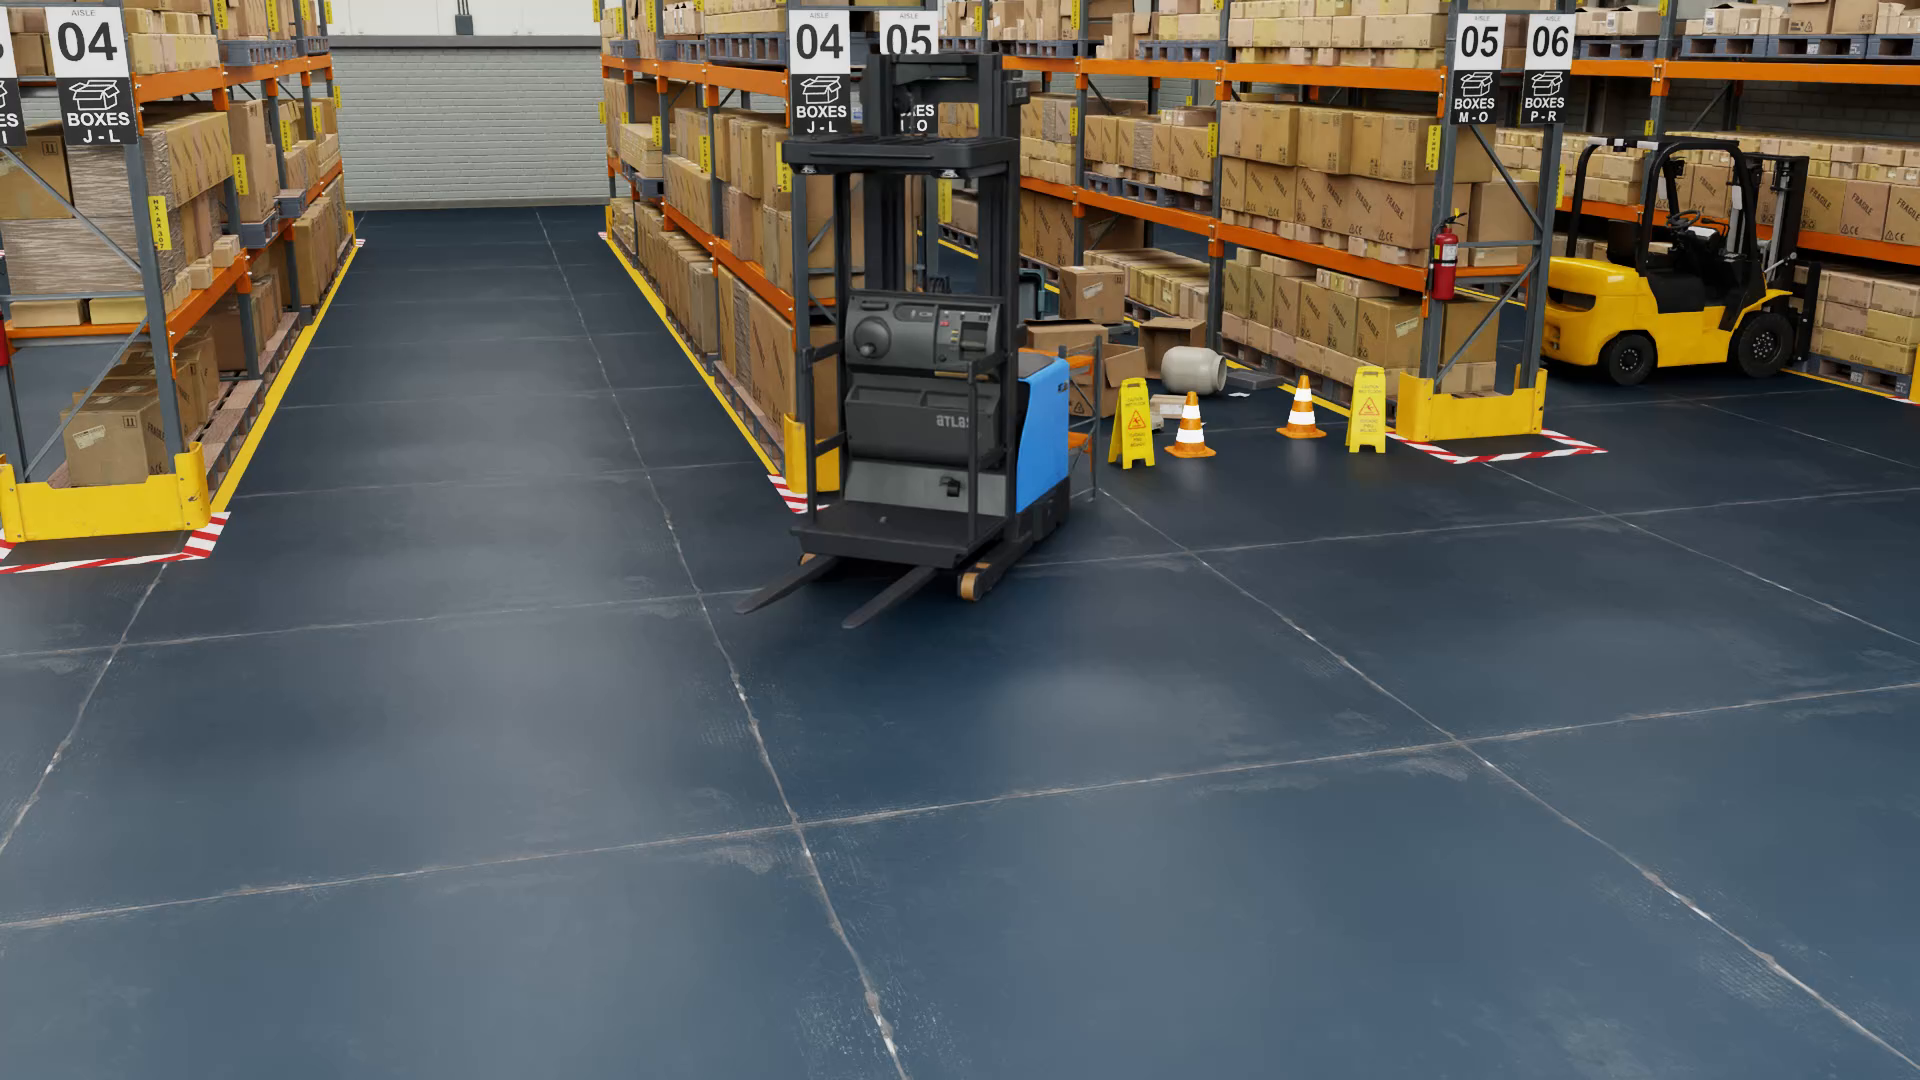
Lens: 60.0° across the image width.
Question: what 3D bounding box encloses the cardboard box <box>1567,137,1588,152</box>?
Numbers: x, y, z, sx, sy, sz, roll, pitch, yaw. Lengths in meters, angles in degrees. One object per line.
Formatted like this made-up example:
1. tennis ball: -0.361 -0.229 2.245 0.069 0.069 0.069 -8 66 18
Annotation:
1. cardboard box: 7.136 -4.489 18.882 0.380 0.149 0.250 -5 17 -17

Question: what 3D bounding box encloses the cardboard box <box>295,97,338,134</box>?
1. cardboard box: -9.451 -6.231 24.420 0.500 0.500 0.500 -4 17 -15

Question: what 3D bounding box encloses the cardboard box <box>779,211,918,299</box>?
1. cardboard box: -0.789 -2.024 11.716 0.875 0.550 0.550 -5 17 -15

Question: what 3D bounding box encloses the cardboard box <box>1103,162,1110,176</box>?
1. cardboard box: 1.876 -4.301 19.265 0.380 0.149 0.250 -6 18 -19

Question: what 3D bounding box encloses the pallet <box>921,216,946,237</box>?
1. pallet: -0.014 -5.148 27.223 1.003 0.211 1.213 -5 17 -15

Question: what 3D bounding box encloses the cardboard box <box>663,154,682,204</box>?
1. cardboard box: -2.978 -3.968 18.276 0.500 0.500 0.500 -5 17 -15

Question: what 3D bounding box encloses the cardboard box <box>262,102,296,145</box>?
1. cardboard box: -8.377 -4.970 19.866 0.797 0.503 0.637 -5 17 -15

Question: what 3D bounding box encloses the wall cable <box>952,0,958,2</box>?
1. wall cable: 1.269 -11.409 32.727 2.988 3.039 0.133 -5 17 -15

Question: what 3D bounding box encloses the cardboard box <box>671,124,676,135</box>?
1. cardboard box: -3.569 -5.368 21.782 0.380 0.149 0.250 -5 17 -17

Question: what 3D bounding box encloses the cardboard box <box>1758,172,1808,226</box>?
1. cardboard box: 8.048 -3.253 15.895 0.500 0.500 0.500 -5 17 -15

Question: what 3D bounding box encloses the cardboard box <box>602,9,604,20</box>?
1. cardboard box: -5.114 -7.814 24.735 0.380 0.149 0.250 -5 17 -15

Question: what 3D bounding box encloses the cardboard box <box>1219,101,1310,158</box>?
1. cardboard box: 2.901 -3.909 15.824 0.700 0.500 0.500 -5 17 -16

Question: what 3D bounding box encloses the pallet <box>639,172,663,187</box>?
1. pallet: -3.426 -4.519 20.614 1.003 0.211 1.213 -5 17 -15

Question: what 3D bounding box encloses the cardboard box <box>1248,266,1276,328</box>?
1. cardboard box: 3.050 -2.291 15.610 0.500 0.500 0.500 -4 17 -13

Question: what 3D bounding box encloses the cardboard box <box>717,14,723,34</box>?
1. cardboard box: -1.761 -4.187 13.497 0.380 0.149 0.250 -5 17 -16

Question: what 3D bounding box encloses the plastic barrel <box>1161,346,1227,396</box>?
1. plastic barrel: 2.065 -1.490 14.678 0.512 0.421 0.421 7 18 23

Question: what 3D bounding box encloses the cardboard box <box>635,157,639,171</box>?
1. cardboard box: -3.698 -4.531 20.027 0.380 0.149 0.250 -5 18 -18

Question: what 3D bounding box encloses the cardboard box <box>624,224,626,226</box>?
1. cardboard box: -4.853 -4.668 25.004 0.380 0.149 0.250 -5 17 -15

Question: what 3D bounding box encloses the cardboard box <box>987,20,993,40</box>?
1. cardboard box: 0.591 -6.999 22.828 0.396 0.266 0.258 -5 17 -16

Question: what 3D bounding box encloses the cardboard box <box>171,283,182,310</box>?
1. cardboard box: -5.394 -1.607 11.026 0.380 0.149 0.250 -5 17 -15

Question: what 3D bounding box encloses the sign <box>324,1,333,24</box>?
1. sign: -9.312 -7.777 24.511 0.100 0.325 0.005 -5 17 -15

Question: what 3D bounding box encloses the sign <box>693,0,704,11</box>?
1. sign: -2.262 -4.749 14.388 0.100 0.325 0.005 -5 17 -15

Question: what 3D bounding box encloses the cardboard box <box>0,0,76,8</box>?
1. cardboard box: -6.110 -3.764 10.995 0.500 0.500 0.500 -5 17 -15

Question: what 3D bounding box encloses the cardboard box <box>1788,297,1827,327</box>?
1. cardboard box: 8.136 -2.180 15.677 0.500 0.250 0.500 -5 17 -17

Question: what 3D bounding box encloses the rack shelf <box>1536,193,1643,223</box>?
1. rack shelf: 7.211 -3.981 19.742 1.077 0.370 4.000 -5 17 -15

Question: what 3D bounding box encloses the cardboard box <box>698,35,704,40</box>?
1. cardboard box: -2.743 -5.730 18.924 0.500 0.500 0.500 -5 17 -15

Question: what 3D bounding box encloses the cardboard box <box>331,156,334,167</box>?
1. cardboard box: -9.003 -5.299 23.316 0.380 0.149 0.250 -4 17 -14

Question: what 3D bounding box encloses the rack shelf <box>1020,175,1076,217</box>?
1. rack shelf: 1.340 -4.694 22.116 1.077 0.370 4.000 -5 17 -15

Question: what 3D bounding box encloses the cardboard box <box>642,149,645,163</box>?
1. cardboard box: -3.491 -4.464 19.288 0.380 0.149 0.250 -4 17 -13

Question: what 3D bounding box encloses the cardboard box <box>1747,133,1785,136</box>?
1. cardboard box: 8.253 -4.064 16.950 0.380 0.149 0.250 -5 17 -16

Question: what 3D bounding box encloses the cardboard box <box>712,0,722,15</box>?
1. cardboard box: -1.738 -4.419 13.575 0.500 0.250 0.500 -5 17 -16

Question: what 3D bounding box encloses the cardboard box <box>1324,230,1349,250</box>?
1. cardboard box: 3.361 -2.587 14.287 0.380 0.149 0.250 -5 17 -16

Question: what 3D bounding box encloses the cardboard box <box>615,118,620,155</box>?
1. cardboard box: -4.623 -5.756 23.709 0.500 0.500 0.500 -5 17 -16

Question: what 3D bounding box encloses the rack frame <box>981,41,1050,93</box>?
1. rack frame: 0.790 -5.592 23.854 1.000 3.000 0.127 -5 17 -15

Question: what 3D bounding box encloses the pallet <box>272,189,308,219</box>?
1. pallet: -7.341 -3.421 16.961 1.213 0.211 1.003 -5 17 -15

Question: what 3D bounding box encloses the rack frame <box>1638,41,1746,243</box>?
1. rack frame: 7.760 -3.772 17.797 1.000 3.000 0.127 -5 17 -15

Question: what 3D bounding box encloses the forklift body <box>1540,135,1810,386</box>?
1. forklift body: 6.584 -2.640 15.502 2.313 2.155 1.214 -5 17 -15

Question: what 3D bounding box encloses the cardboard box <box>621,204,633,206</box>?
1. cardboard box: -4.871 -4.942 24.881 0.380 0.149 0.250 -4 17 -13

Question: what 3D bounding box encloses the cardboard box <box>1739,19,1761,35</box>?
1. cardboard box: 7.803 -4.977 16.126 0.380 0.149 0.250 -4 17 -14

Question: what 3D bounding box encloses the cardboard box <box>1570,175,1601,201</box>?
1. cardboard box: 7.227 -3.958 18.675 0.500 0.250 0.500 -5 17 -16

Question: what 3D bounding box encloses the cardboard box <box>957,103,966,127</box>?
1. cardboard box: 0.263 -6.368 24.527 0.500 0.500 0.500 -5 17 -16

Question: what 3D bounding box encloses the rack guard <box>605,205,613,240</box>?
1. rack guard: -5.020 -5.061 26.431 1.175 0.500 0.348 -5 17 -15

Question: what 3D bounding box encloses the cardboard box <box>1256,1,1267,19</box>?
1. cardboard box: 2.925 -4.821 15.124 0.380 0.149 0.250 -5 18 -17

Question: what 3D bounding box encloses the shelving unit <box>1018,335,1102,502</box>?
1. shelving unit: 0.374 -0.852 11.333 1.048 1.125 0.538 11 20 33

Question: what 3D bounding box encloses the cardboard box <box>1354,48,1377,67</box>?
1. cardboard box: 3.461 -3.948 13.605 0.380 0.149 0.250 -5 17 -16

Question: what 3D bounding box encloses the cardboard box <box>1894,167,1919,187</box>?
1. cardboard box: 8.396 -3.167 14.479 0.380 0.149 0.250 -4 17 -14

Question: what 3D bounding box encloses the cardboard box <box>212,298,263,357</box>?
1. cardboard box: -6.801 -1.914 15.190 0.700 0.500 0.500 -5 17 -16

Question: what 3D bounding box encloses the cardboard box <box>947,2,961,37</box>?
1. cardboard box: 0.101 -7.862 25.121 0.500 0.500 0.500 -4 17 -14

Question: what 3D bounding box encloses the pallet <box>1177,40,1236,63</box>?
1. pallet: 2.921 -4.905 16.679 1.213 0.211 1.003 -5 17 -15

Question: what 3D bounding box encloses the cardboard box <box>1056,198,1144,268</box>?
1. cardboard box: 1.779 -3.867 21.074 0.875 0.875 0.875 -5 17 -16

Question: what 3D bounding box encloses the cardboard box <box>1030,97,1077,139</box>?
1. cardboard box: 1.217 -5.414 21.349 0.500 0.500 0.500 -5 17 -15

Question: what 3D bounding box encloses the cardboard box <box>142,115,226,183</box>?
1. cardboard box: -6.013 -3.024 12.876 0.500 0.500 0.500 -5 17 -15

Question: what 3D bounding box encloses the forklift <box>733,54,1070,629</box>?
1. forklift: -0.294 -1.195 9.335 1.130 2.935 3.031 6 18 20

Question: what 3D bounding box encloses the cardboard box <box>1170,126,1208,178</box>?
1. cardboard box: 2.504 -4.017 17.191 0.500 0.500 0.500 -5 17 -15

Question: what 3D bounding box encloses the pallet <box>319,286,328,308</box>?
1. pallet: -8.115 -2.927 19.830 1.003 0.211 1.213 -5 17 -15

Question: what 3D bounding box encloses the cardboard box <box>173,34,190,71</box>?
1. cardboard box: -5.752 -3.431 11.705 0.500 0.250 0.500 -4 17 -14
